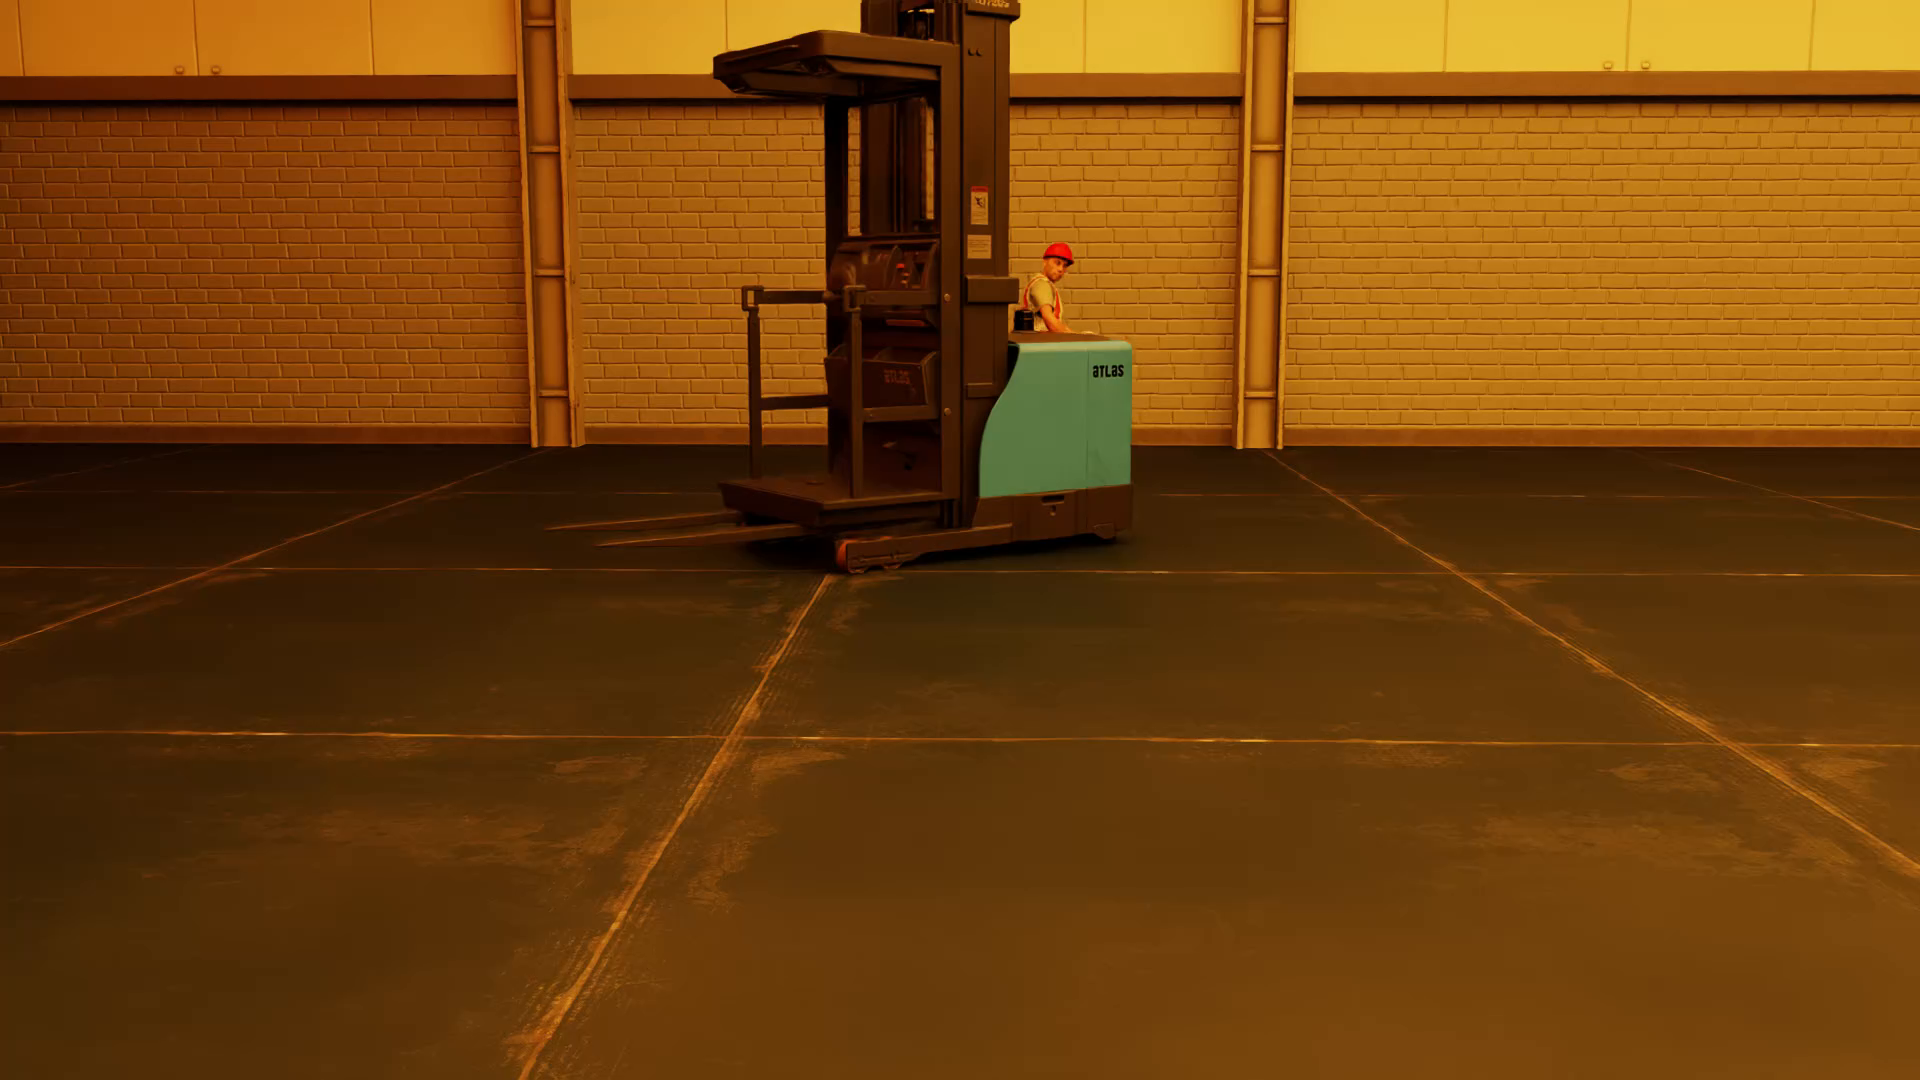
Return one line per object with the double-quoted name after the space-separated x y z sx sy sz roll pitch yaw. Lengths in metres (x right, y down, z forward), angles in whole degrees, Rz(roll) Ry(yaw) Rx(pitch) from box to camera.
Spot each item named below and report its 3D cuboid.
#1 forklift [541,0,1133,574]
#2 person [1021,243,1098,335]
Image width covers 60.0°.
-0.566 -1.376 8.302 3.031 2.935 1.130 -6 11 -35 "forklift"
0.750 -1.295 11.950 0.784 1.663 0.859 -2 9 -16 "person"
